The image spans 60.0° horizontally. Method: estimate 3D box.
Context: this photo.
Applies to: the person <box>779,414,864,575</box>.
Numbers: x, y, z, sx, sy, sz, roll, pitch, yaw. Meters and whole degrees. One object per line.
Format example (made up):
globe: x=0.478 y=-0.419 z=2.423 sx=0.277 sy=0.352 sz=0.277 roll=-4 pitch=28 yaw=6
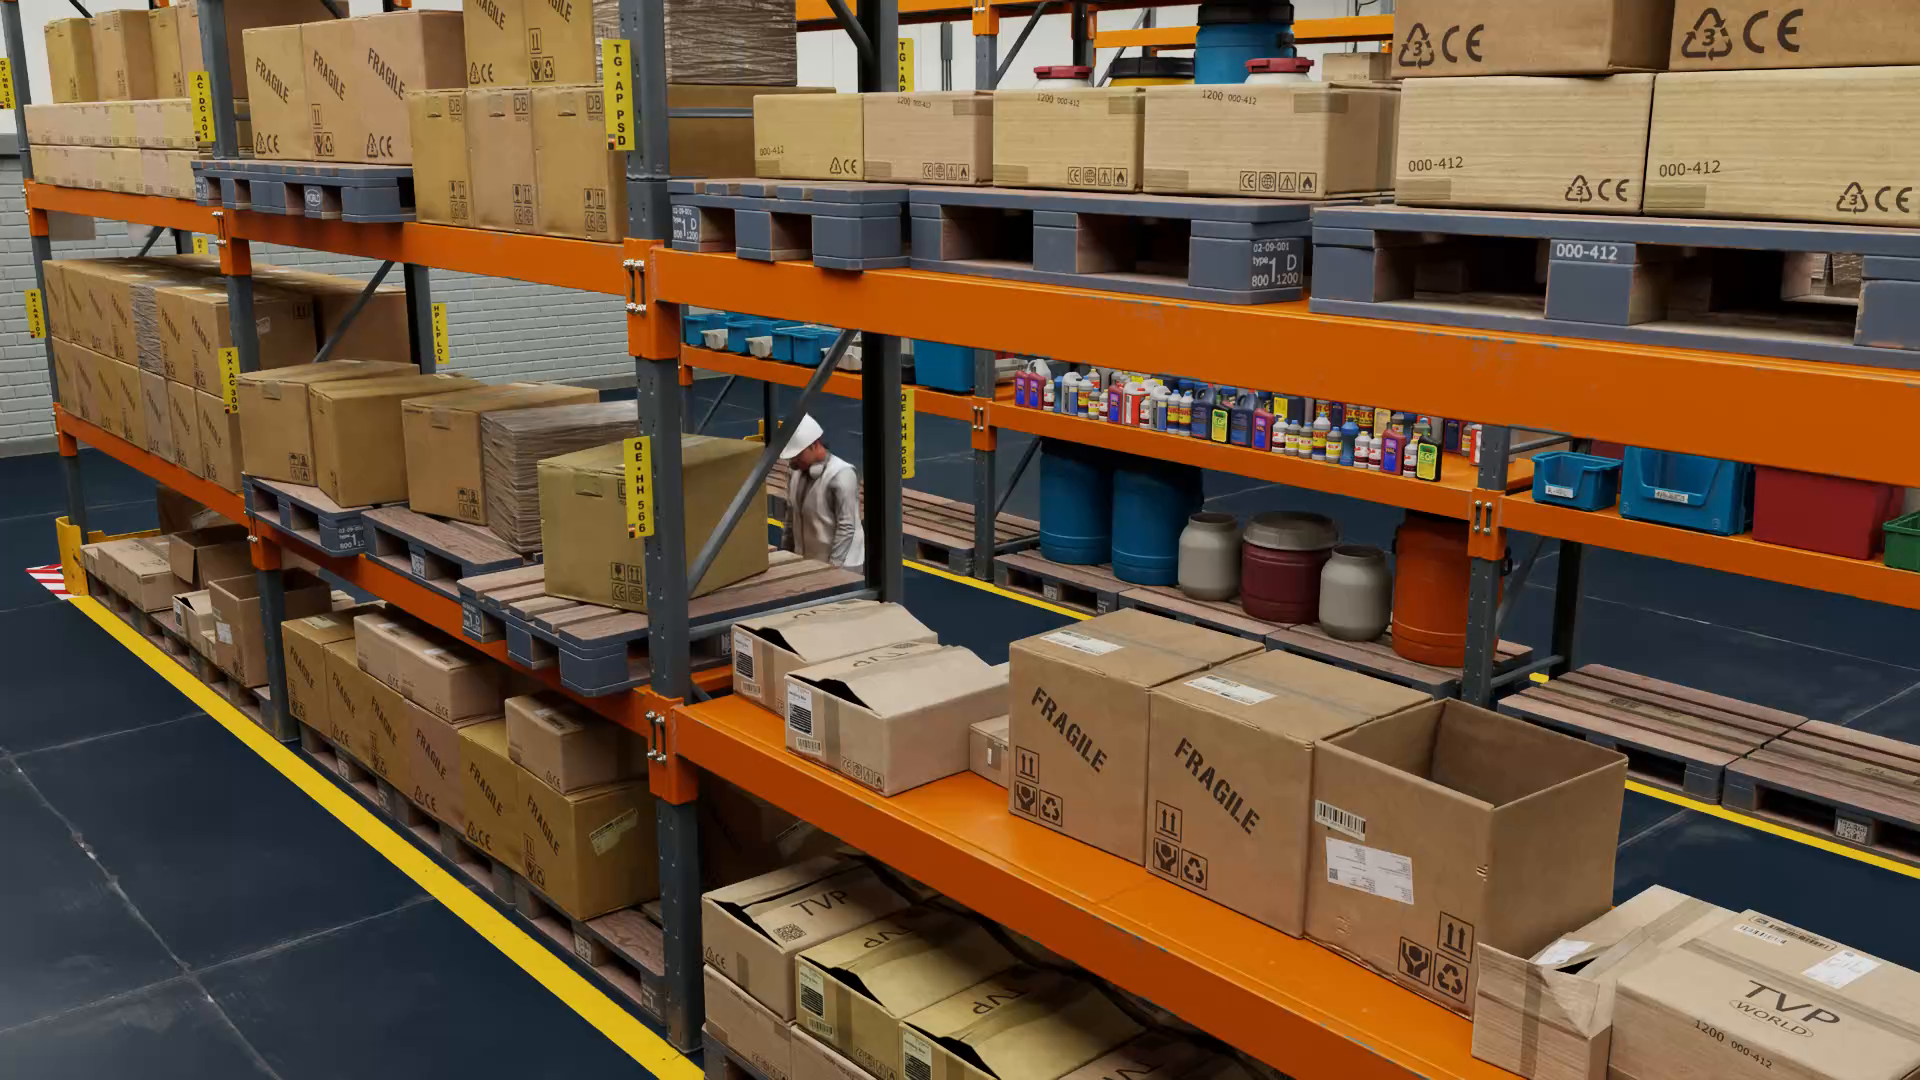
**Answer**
person: x=-0.763 y=0.131 z=9.104 sx=0.516 sy=1.695 sz=0.567 roll=-11 pitch=18 yaw=-38
